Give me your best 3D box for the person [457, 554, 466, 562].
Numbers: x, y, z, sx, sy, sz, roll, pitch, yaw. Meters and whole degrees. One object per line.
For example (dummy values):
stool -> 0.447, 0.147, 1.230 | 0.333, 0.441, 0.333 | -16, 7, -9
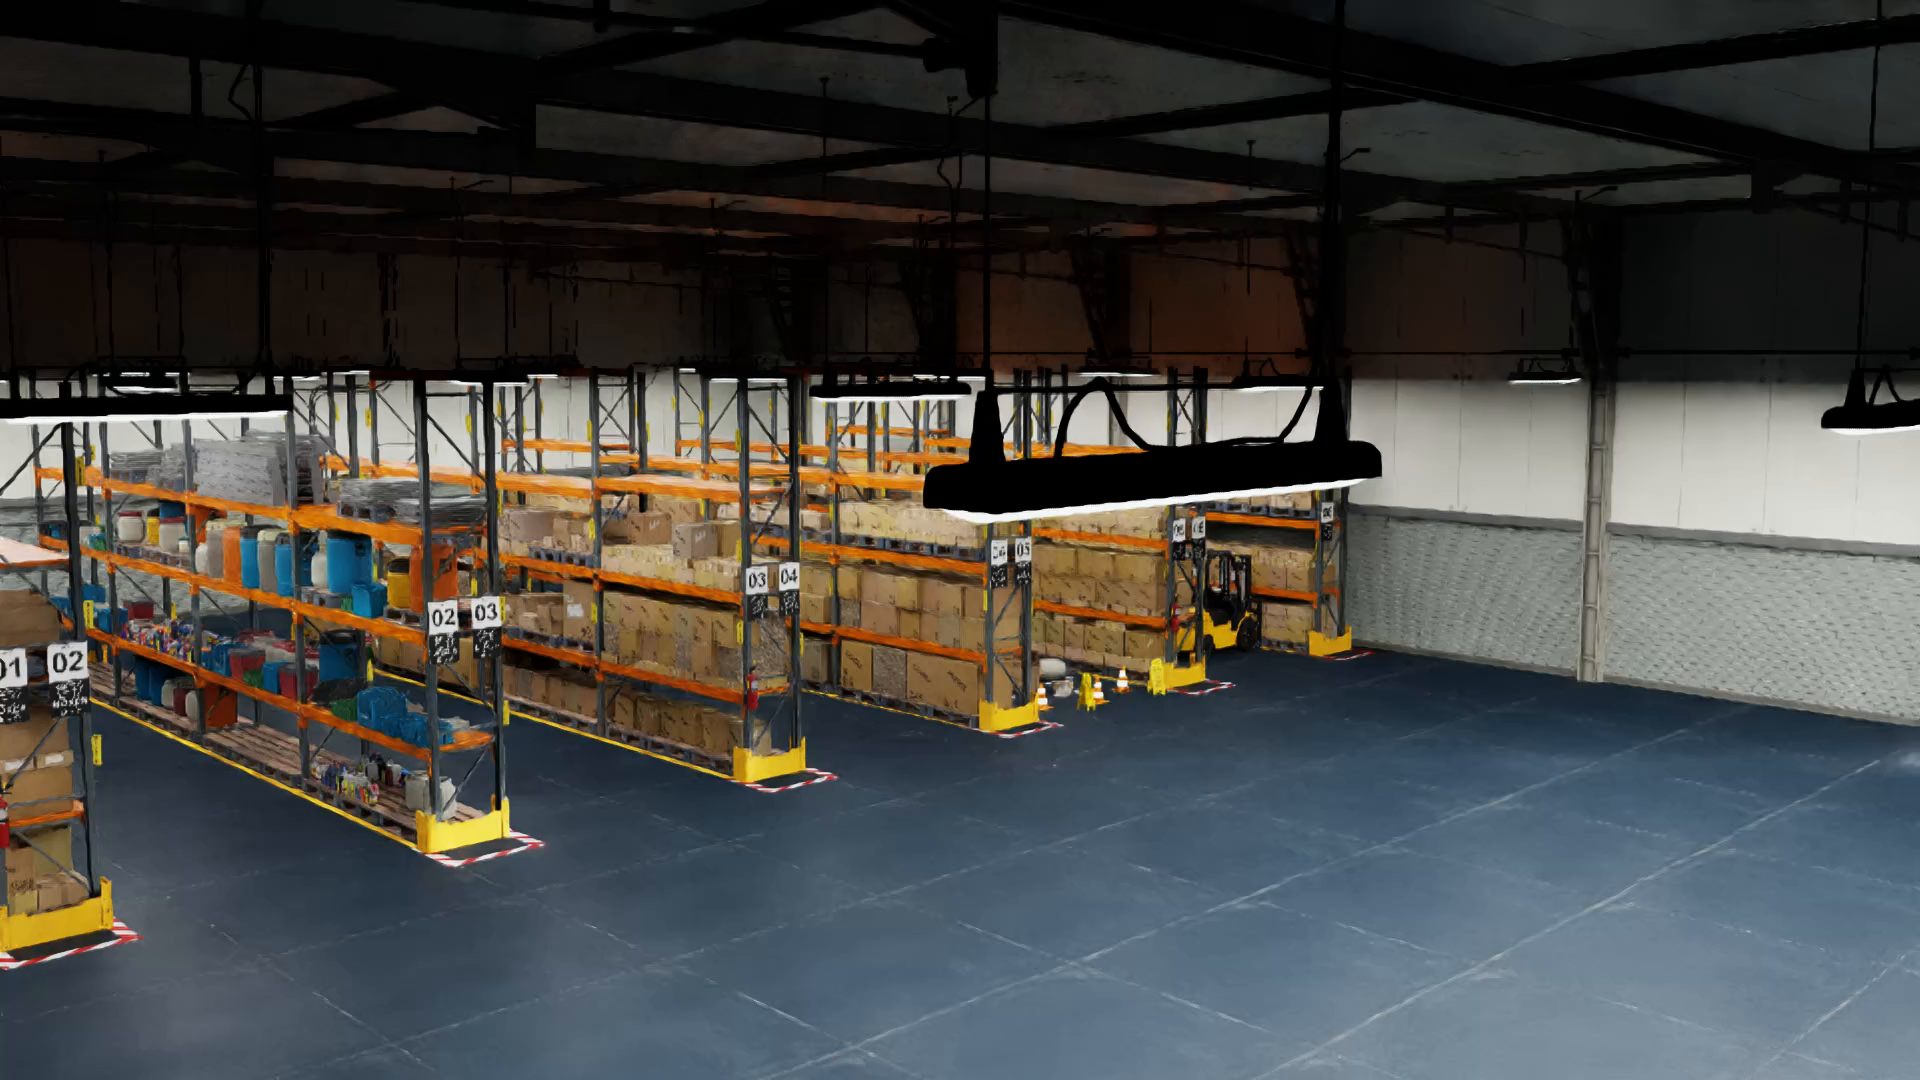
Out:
person -> -11.758, 1.018, 39.083 | 0.623, 1.779, 0.409 | 6, 9, 43

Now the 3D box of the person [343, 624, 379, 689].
person -> -11.206, 1.965, 31.124 | 0.552, 1.742, 0.677 | 6, 9, 44

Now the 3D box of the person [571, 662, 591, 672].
person -> -7.255, 1.866, 32.005 | 0.541, 1.732, 0.729 | 6, 9, 43
